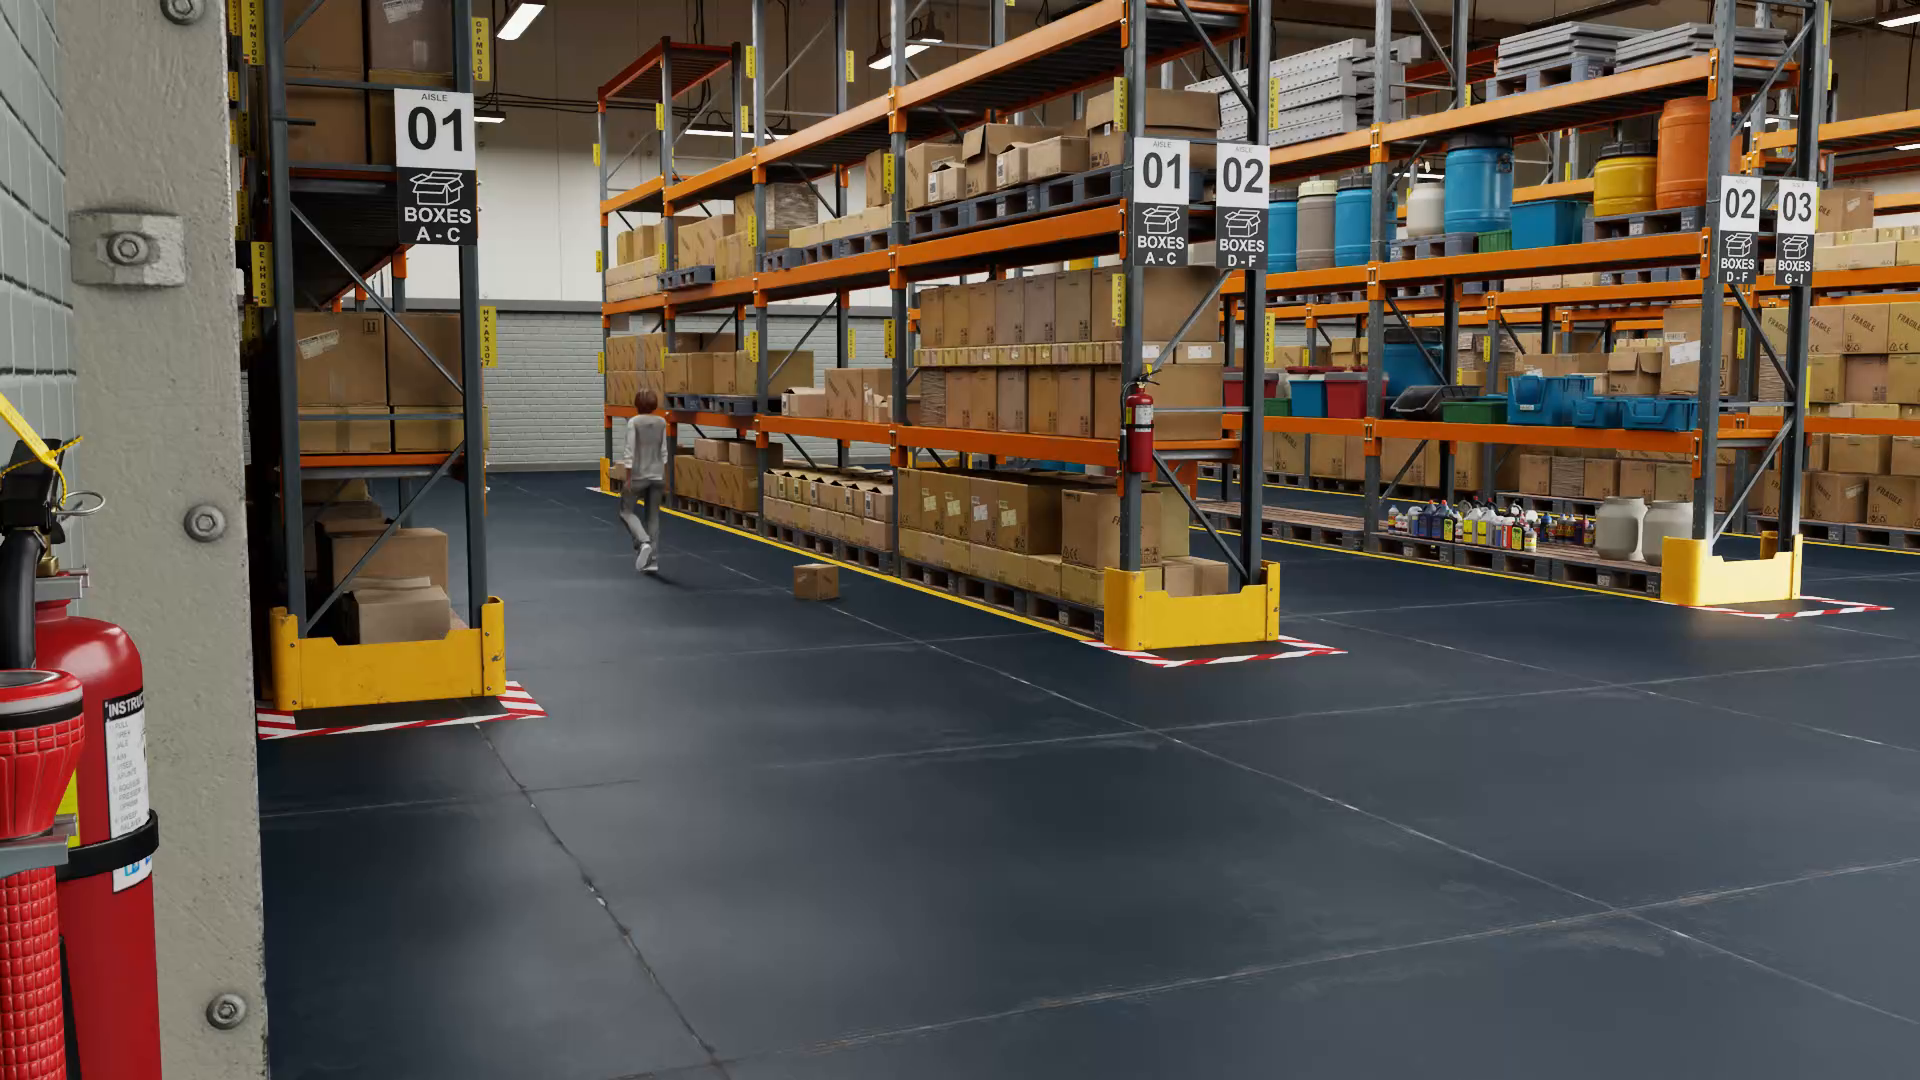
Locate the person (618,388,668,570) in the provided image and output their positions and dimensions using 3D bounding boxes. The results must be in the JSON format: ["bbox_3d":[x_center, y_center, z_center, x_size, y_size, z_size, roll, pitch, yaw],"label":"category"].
[{"bbox_3d":[-2.736,-0.522,14.493,0.427,1.594,0.433,-4,7,-35],"label":"person"}]
